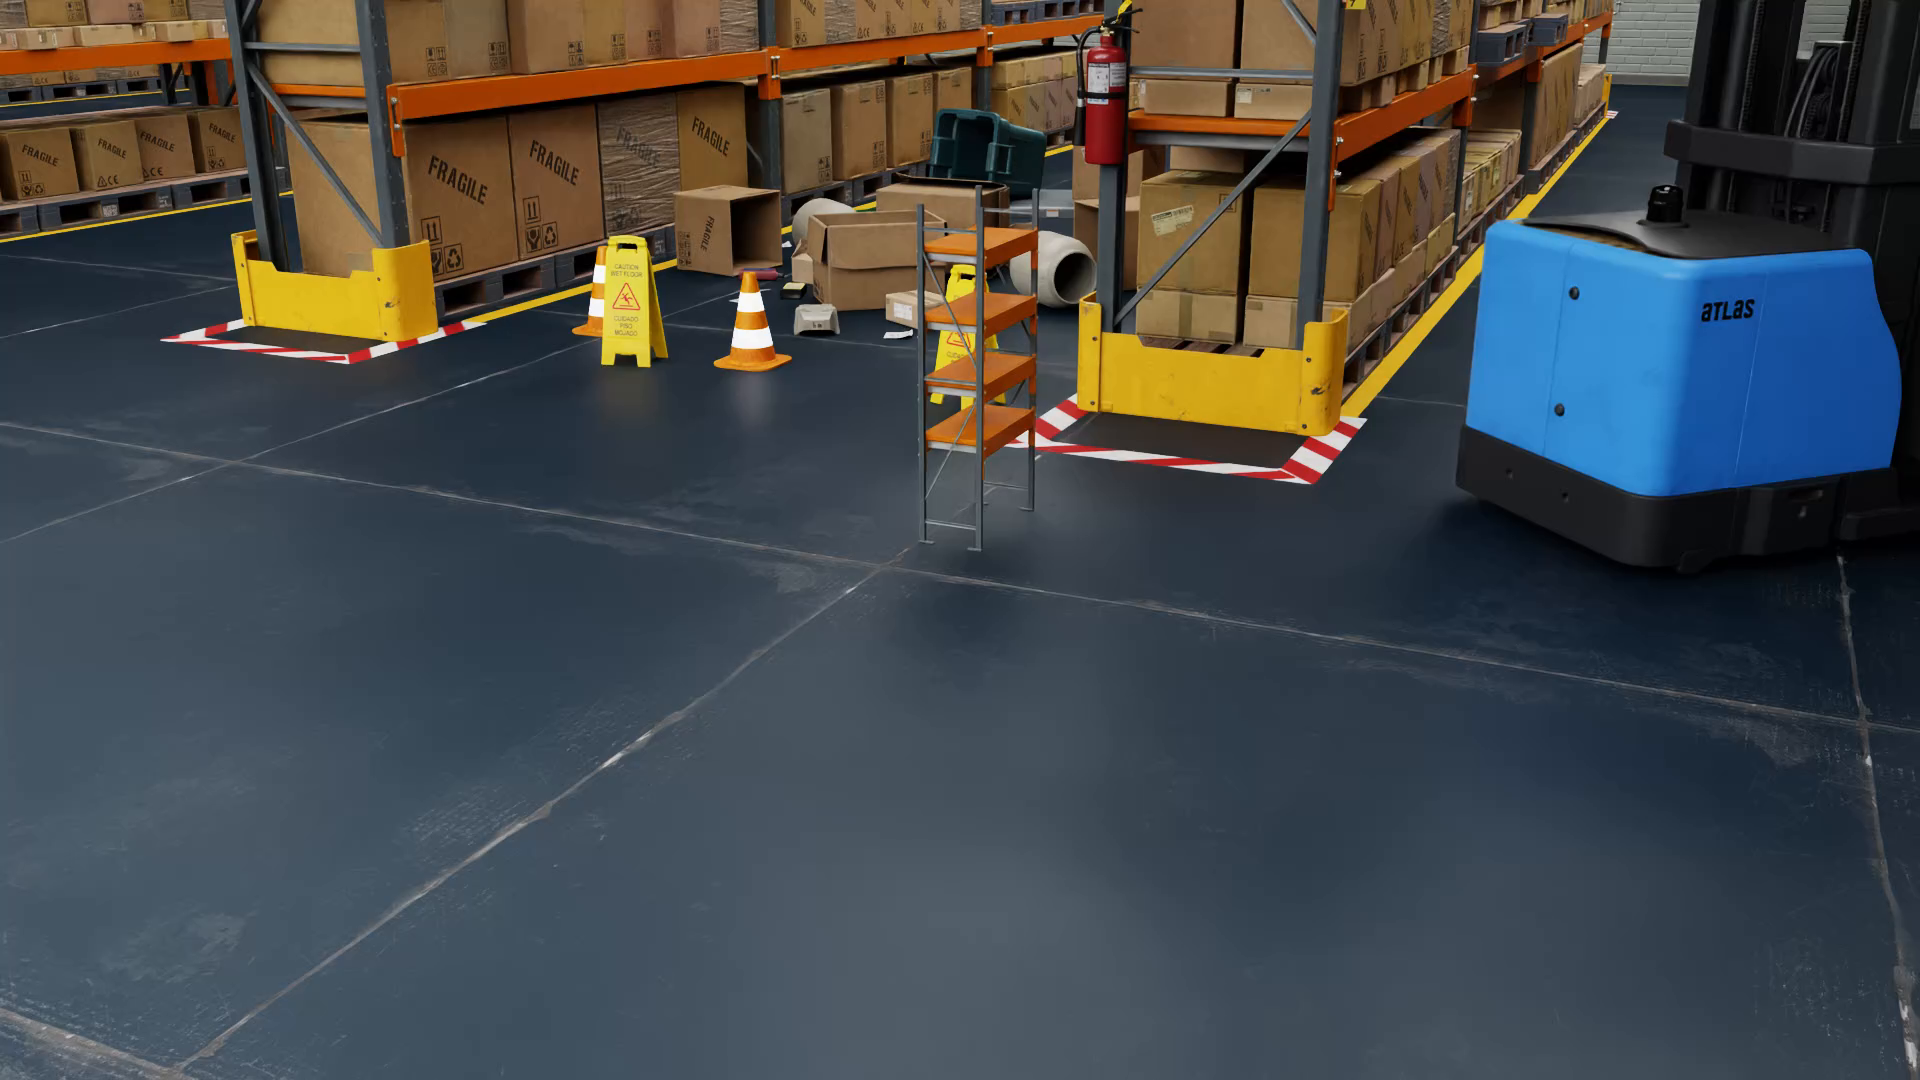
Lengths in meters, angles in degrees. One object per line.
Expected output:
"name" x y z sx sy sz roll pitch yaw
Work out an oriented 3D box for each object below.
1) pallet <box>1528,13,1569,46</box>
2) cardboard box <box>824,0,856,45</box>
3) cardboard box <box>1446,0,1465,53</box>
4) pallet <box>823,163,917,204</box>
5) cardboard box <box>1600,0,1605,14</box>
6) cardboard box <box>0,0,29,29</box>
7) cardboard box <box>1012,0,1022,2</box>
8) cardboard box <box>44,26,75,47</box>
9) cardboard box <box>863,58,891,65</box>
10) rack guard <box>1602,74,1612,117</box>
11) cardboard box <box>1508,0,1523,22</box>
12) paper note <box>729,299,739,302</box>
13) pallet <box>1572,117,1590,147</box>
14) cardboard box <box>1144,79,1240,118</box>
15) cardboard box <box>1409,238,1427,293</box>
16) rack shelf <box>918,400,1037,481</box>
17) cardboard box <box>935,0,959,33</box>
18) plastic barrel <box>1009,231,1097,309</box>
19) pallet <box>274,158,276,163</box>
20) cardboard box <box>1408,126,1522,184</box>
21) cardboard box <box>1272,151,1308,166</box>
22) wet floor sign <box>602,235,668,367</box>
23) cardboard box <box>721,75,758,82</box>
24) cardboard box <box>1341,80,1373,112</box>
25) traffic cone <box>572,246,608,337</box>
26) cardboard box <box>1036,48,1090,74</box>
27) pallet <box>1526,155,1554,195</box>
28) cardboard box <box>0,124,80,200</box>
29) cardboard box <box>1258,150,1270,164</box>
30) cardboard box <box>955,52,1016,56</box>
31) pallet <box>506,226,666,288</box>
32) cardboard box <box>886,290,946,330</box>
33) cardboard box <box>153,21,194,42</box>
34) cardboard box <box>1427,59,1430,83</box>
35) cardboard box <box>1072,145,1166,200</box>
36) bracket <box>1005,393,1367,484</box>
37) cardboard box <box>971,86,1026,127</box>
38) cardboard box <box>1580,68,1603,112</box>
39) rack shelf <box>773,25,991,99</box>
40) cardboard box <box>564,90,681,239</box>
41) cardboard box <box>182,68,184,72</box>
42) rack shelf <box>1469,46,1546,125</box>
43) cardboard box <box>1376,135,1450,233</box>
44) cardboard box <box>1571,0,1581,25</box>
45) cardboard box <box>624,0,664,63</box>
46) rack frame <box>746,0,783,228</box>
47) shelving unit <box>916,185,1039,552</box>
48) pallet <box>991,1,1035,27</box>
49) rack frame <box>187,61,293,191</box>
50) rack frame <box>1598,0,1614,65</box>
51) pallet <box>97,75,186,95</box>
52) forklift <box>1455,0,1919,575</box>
"pallet" 4.174 -4.088 13.275 1.213 0.211 1.003 9 21 23
"cardboard box" -1.160 -4.162 13.047 0.500 0.500 0.500 9 21 23
"cardboard box" 2.571 -3.048 9.468 0.500 0.500 0.500 9 22 25
"pallet" -1.082 -3.144 14.493 1.003 0.211 1.213 9 21 23
"cardboard box" 7.068 -6.251 18.919 0.500 0.500 0.500 9 22 24
"cardboard box" -7.359 -3.993 12.128 0.875 0.500 0.500 9 21 23
"cardboard box" 0.398 -5.413 16.460 0.380 0.149 0.250 10 22 25
"cardboard box" -6.930 -3.801 12.556 0.380 0.149 0.250 9 21 23
"cardboard box" -1.586 -7.207 24.301 0.875 0.875 0.875 9 21 23
"rack guard" 7.654 -5.686 21.212 1.175 0.500 0.348 9 21 23
"cardboard box" 3.804 -3.788 11.893 0.380 0.149 0.250 9 22 25
"paper note" -1.291 -1.448 9.997 0.144 0.017 0.142 18 26 41
"pallet" 6.389 -4.542 18.425 1.003 0.211 1.213 9 21 23
"cardboard box" 1.050 -1.991 7.466 0.380 0.149 0.250 9 22 25
"cardboard box" 2.312 -1.554 9.340 0.500 0.250 0.500 9 21 24
"rack shelf" 0.068 -0.365 5.999 0.258 0.148 0.480 9 21 23
"cardboard box" -0.334 -4.780 14.784 0.500 0.500 0.500 9 21 23
"plastic barrel" 0.557 -1.591 9.811 0.421 0.421 0.512 -9 22 -24
"pallet" -5.993 -3.473 15.419 1.003 0.211 1.213 9 21 23
"cardboard box" 4.128 -3.200 13.784 0.950 0.372 0.625 7 21 19
"cardboard box" 1.606 -1.815 8.955 0.500 0.500 0.500 8 21 21
"wet floor sign" -1.671 -1.224 8.448 0.267 0.644 0.232 5 20 13
"cardboard box" -3.279 -5.992 20.886 1.225 0.875 0.875 9 21 23
"cardboard box" 1.693 -2.072 7.693 0.380 0.149 0.250 8 21 21
"traffic cone" -1.952 -1.386 9.176 0.336 0.463 0.334 9 21 23
"cardboard box" 1.152 -5.238 18.206 0.500 0.250 0.500 10 22 25
"pallet" 4.760 -3.328 15.012 1.003 0.211 1.213 9 21 23
"cardboard box" -7.191 -2.910 12.780 0.500 0.500 0.500 11 22 28
"cardboard box" 1.377 -2.006 8.521 0.380 0.149 0.250 9 21 24
"cardboard box" 0.271 -4.987 17.500 0.500 0.250 0.500 9 22 24
"pallet" -2.708 -1.927 11.072 1.003 0.211 1.213 9 21 23
"cardboard box" -0.214 -1.300 9.403 0.250 0.149 0.380 -14 24 -33
"cardboard box" -6.400 -4.089 13.365 0.380 0.149 0.250 9 21 23
"cardboard box" 2.332 -2.545 9.023 0.380 0.149 0.250 8 21 22
"cardboard box" 1.094 -2.603 11.411 0.500 0.500 0.500 9 21 23
"bracket" 0.998 -0.475 7.304 1.378 0.001 1.079 9 21 23
"cardboard box" 0.333 -4.261 16.577 0.500 0.500 0.500 8 21 20
"cardboard box" 7.098 -5.351 19.736 0.875 0.438 0.875 9 22 24
"rack shelf" -1.008 -4.109 14.121 1.077 0.370 4.000 9 21 23
"cardboard box" -2.514 -2.575 11.277 0.875 0.875 0.875 9 21 23
"cardboard box" -11.702 -7.393 25.638 0.500 0.311 0.500 9 21 23
"rack shelf" 3.549 -3.461 12.298 1.077 0.370 4.000 9 21 23
"cardboard box" 2.526 -2.071 9.673 0.500 0.500 0.500 9 21 24
"cardboard box" 5.843 -5.236 16.440 0.500 0.250 0.500 8 21 22
"cardboard box" -2.500 -3.473 11.034 0.875 0.550 0.550 9 21 23
"rack frame" -1.827 -3.837 12.281 1.000 3.000 0.127 9 21 23
"shelving unit" 0.068 -0.616 5.910 0.258 1.200 0.503 9 21 23
"pallet" 0.006 -5.202 16.405 1.213 0.211 1.003 9 21 23
"rack frame" -6.311 -4.548 14.282 1.000 3.000 0.127 9 21 23
"rack frame" 7.644 -6.857 20.773 1.000 3.000 0.127 9 21 23
"pallet" -12.370 -6.787 24.737 1.003 0.211 1.213 9 21 23
"forklift" 3.462 -1.553 5.962 3.031 2.935 1.130 -7 21 -19
